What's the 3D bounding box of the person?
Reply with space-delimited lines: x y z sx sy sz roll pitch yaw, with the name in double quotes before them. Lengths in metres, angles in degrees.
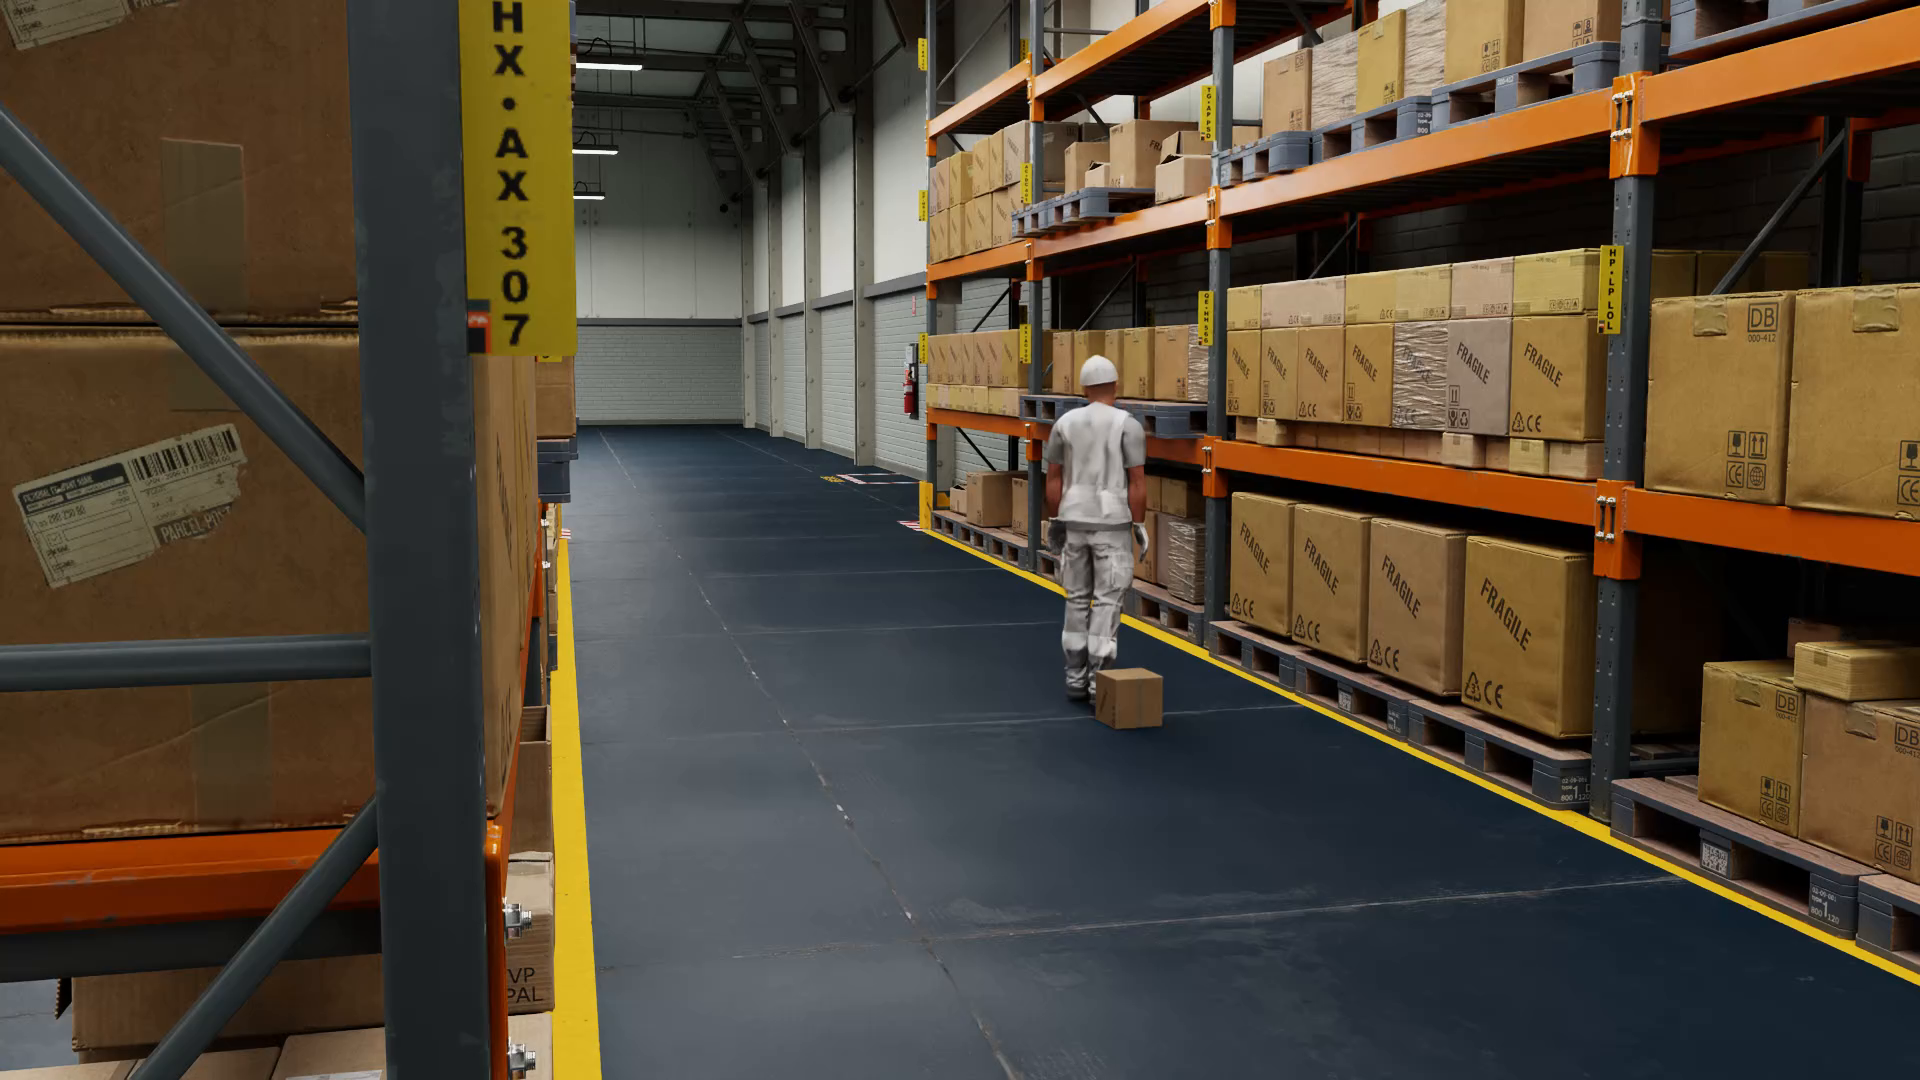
"person" 0.710 -0.056 8.610 0.573 1.791 0.476 4 7 33
